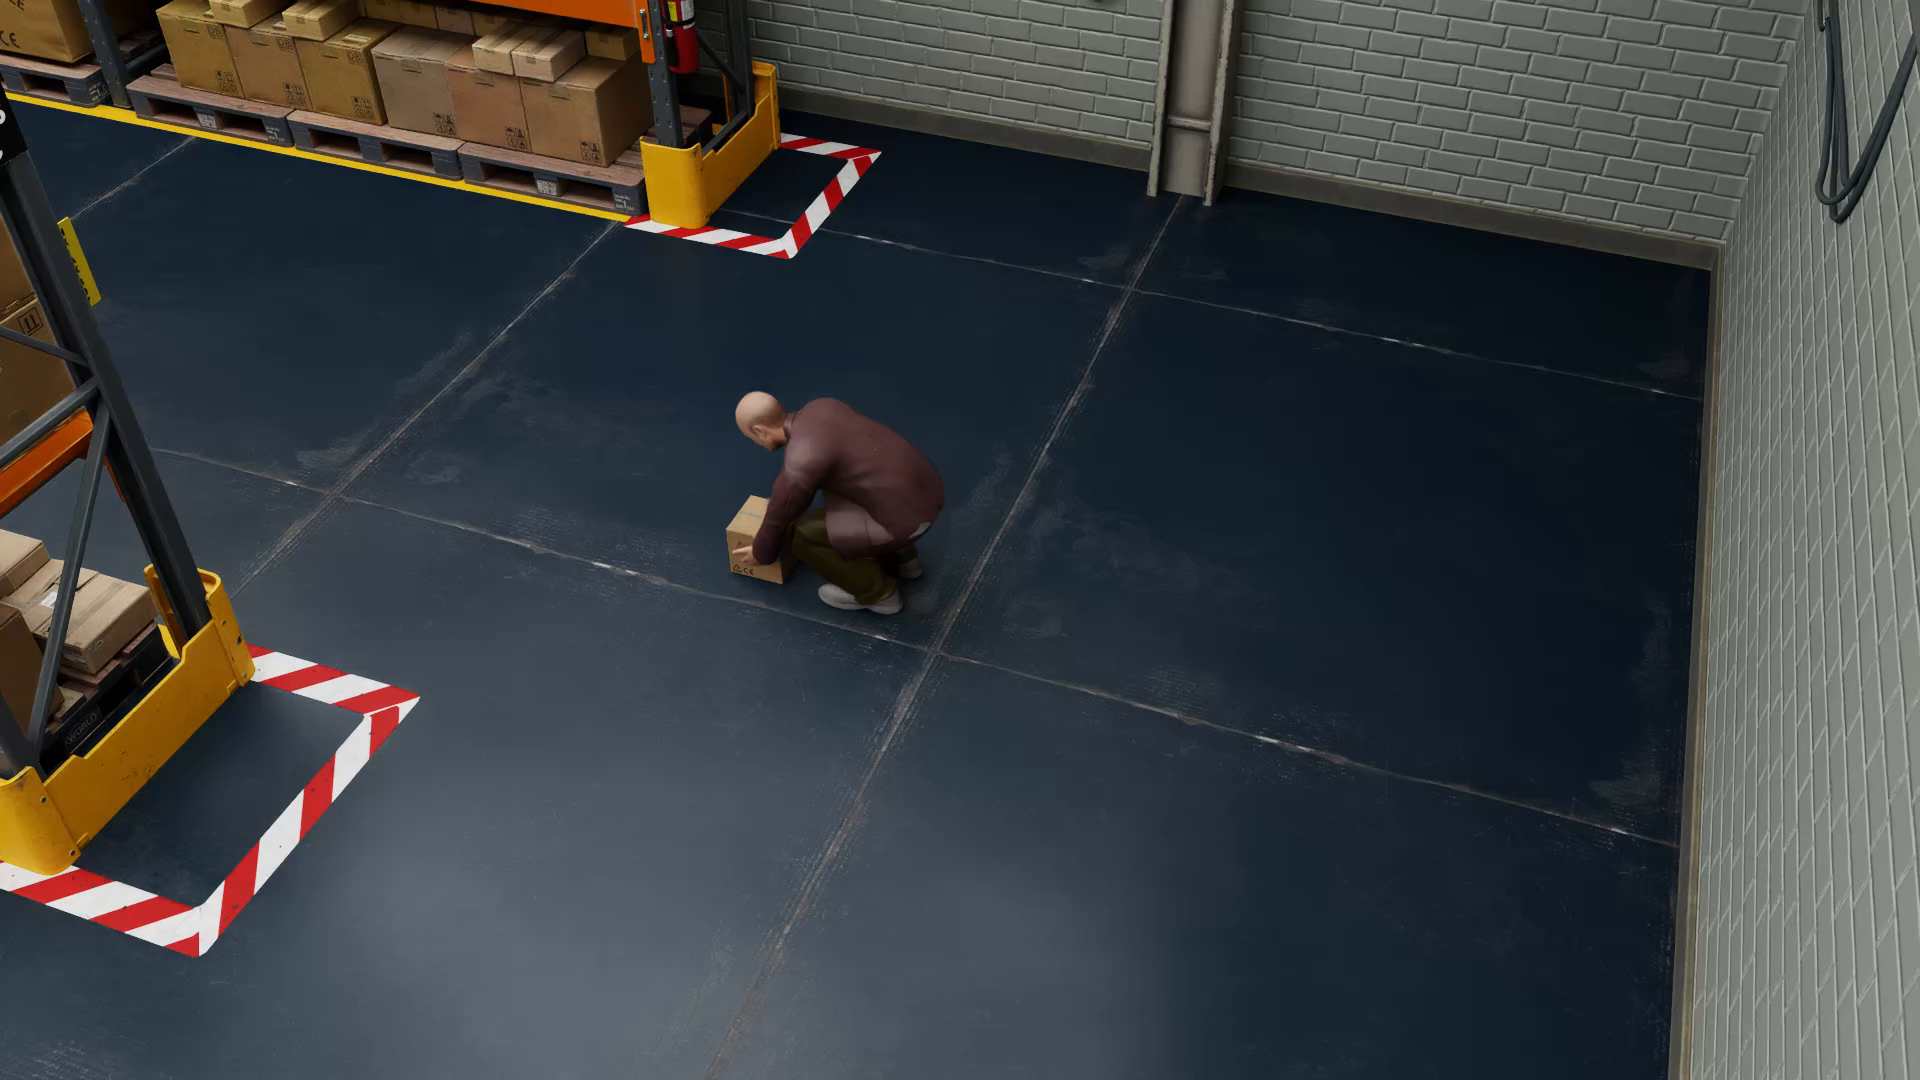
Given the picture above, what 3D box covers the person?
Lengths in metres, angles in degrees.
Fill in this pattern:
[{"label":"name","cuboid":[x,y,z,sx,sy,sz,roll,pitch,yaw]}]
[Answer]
[{"label":"person","cuboid":[-0.508,-0.177,7.008,0.901,0.948,0.611,13,43,15]}]
